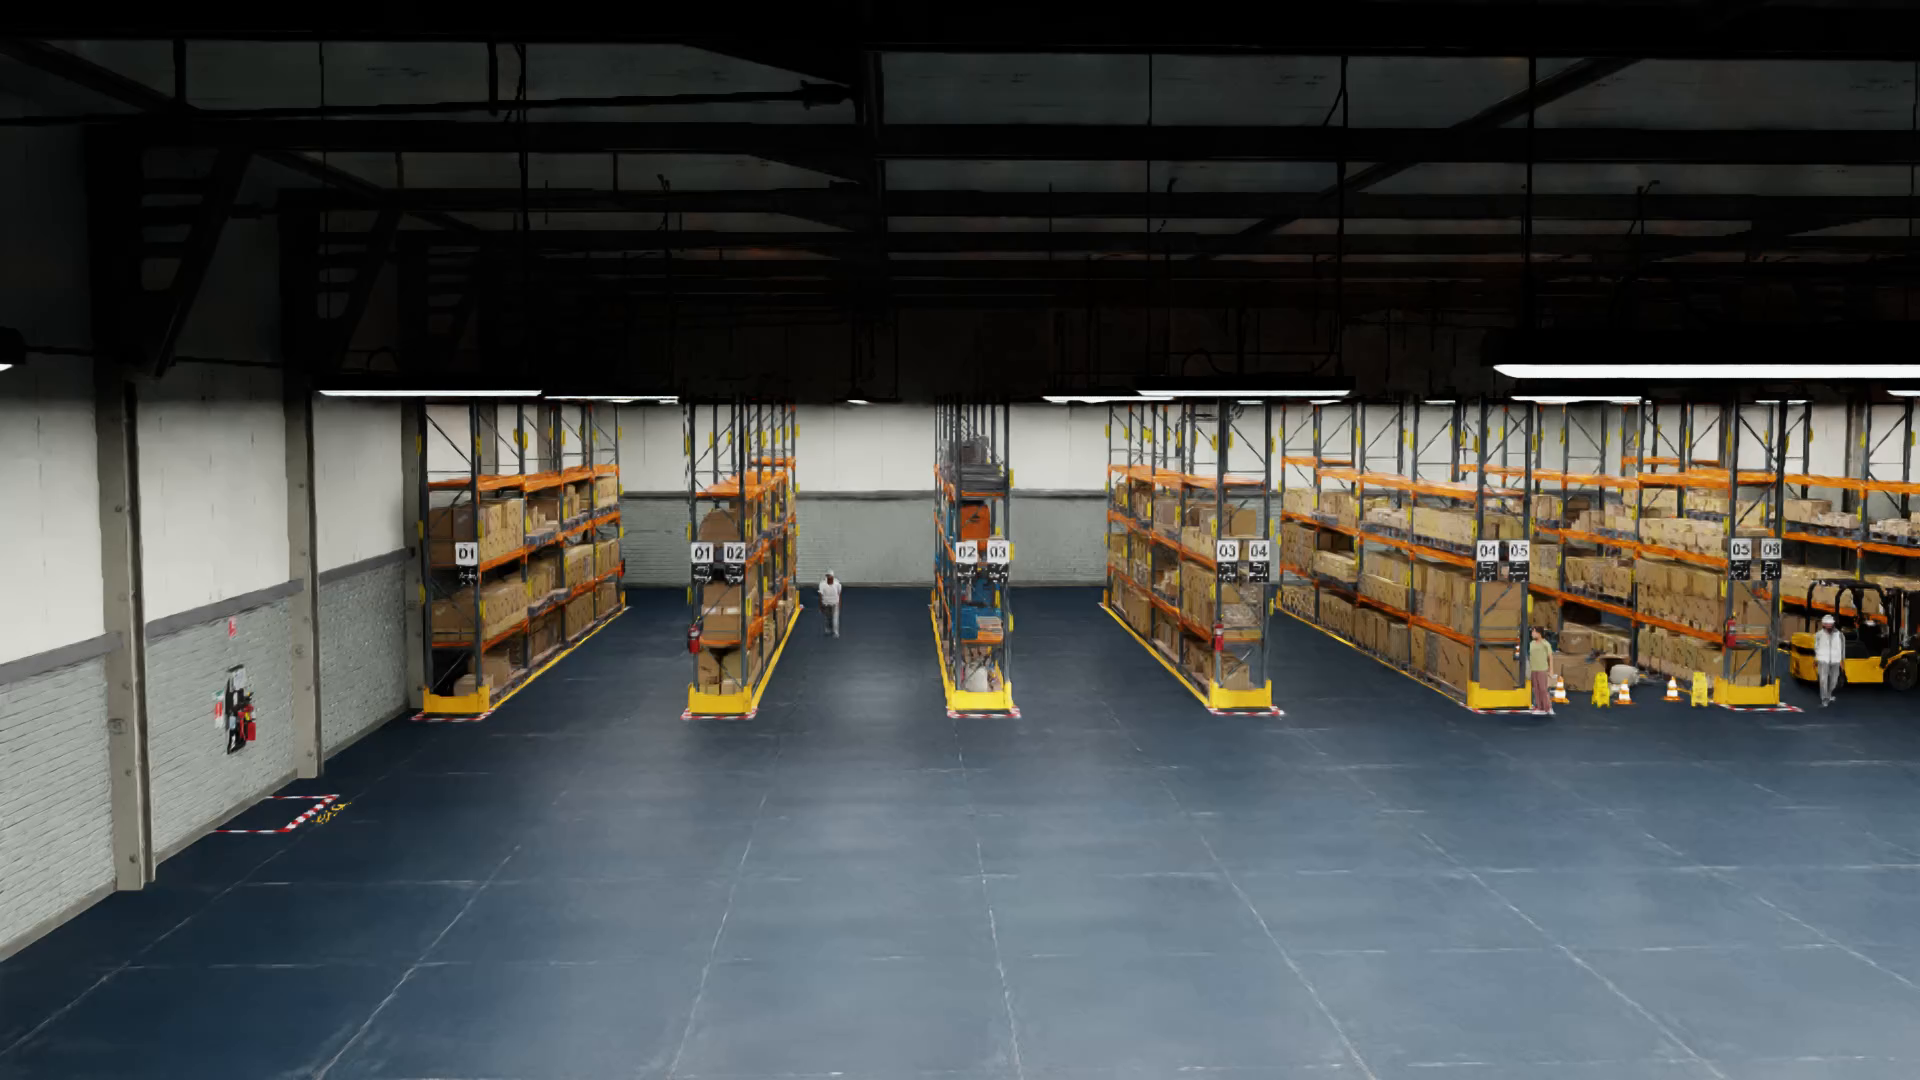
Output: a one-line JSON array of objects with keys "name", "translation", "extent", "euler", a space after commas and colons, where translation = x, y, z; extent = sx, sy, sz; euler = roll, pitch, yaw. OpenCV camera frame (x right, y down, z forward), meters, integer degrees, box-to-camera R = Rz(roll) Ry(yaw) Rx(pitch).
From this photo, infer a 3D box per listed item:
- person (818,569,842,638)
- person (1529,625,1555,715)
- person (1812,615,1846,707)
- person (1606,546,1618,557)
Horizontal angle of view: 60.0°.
[{"name": "person", "translation": [-3.226, 1.555, 41.311], "extent": [0.582, 1.685, 1.108], "euler": [0, 5, -4]}, {"name": "person", "translation": [10.778, 2.415, 30.801], "extent": [0.368, 1.667, 0.571], "euler": [-3, 6, -35]}, {"name": "person", "translation": [16.663, 2.300, 31.877], "extent": [0.552, 1.753, 0.874], "euler": [1, 5, 17]}, {"name": "person", "translation": [19.648, 0.928, 49.899], "extent": [0.507, 1.575, 0.736], "euler": [-3, 5, -31]}]
